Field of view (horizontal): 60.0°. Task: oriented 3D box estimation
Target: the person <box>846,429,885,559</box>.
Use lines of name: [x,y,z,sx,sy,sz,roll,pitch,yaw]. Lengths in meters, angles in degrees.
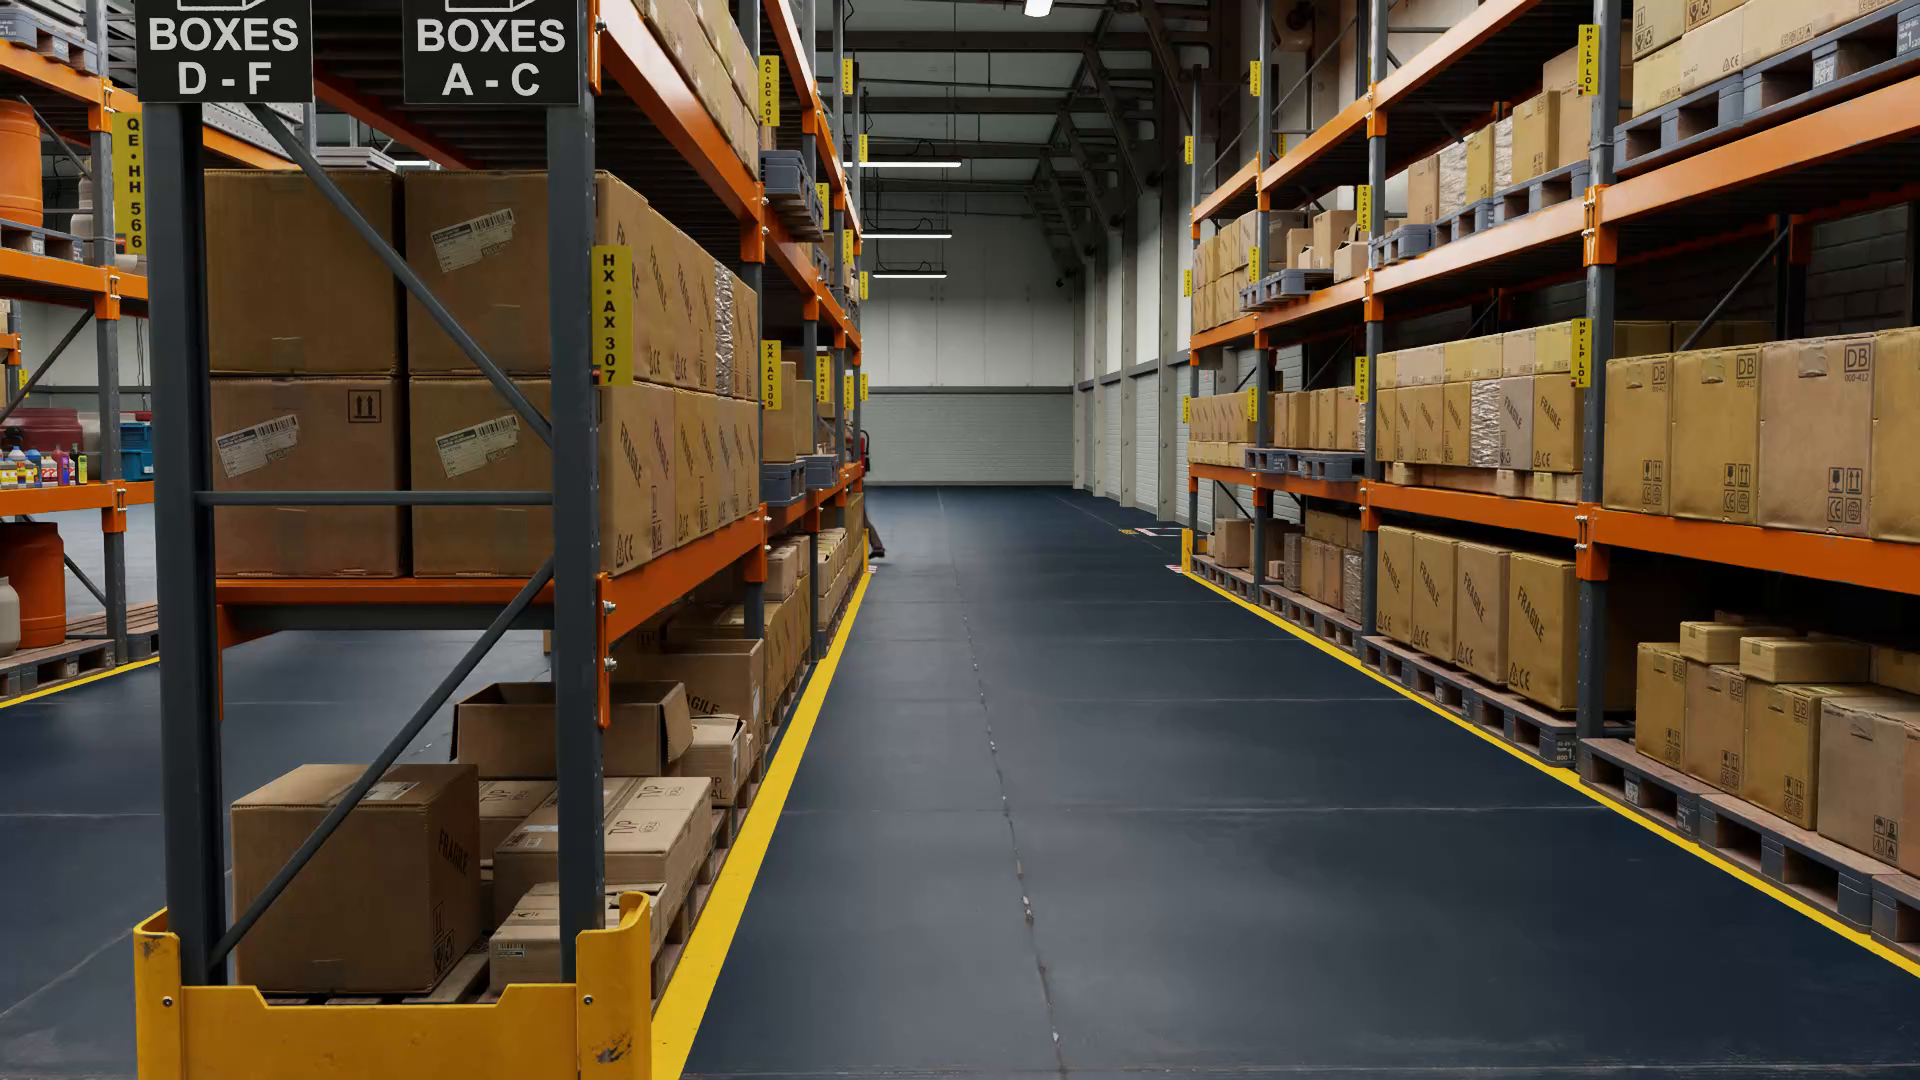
person: [-1.479,-0.569,21.120,1.037,1.669,0.662,0,4,7]
